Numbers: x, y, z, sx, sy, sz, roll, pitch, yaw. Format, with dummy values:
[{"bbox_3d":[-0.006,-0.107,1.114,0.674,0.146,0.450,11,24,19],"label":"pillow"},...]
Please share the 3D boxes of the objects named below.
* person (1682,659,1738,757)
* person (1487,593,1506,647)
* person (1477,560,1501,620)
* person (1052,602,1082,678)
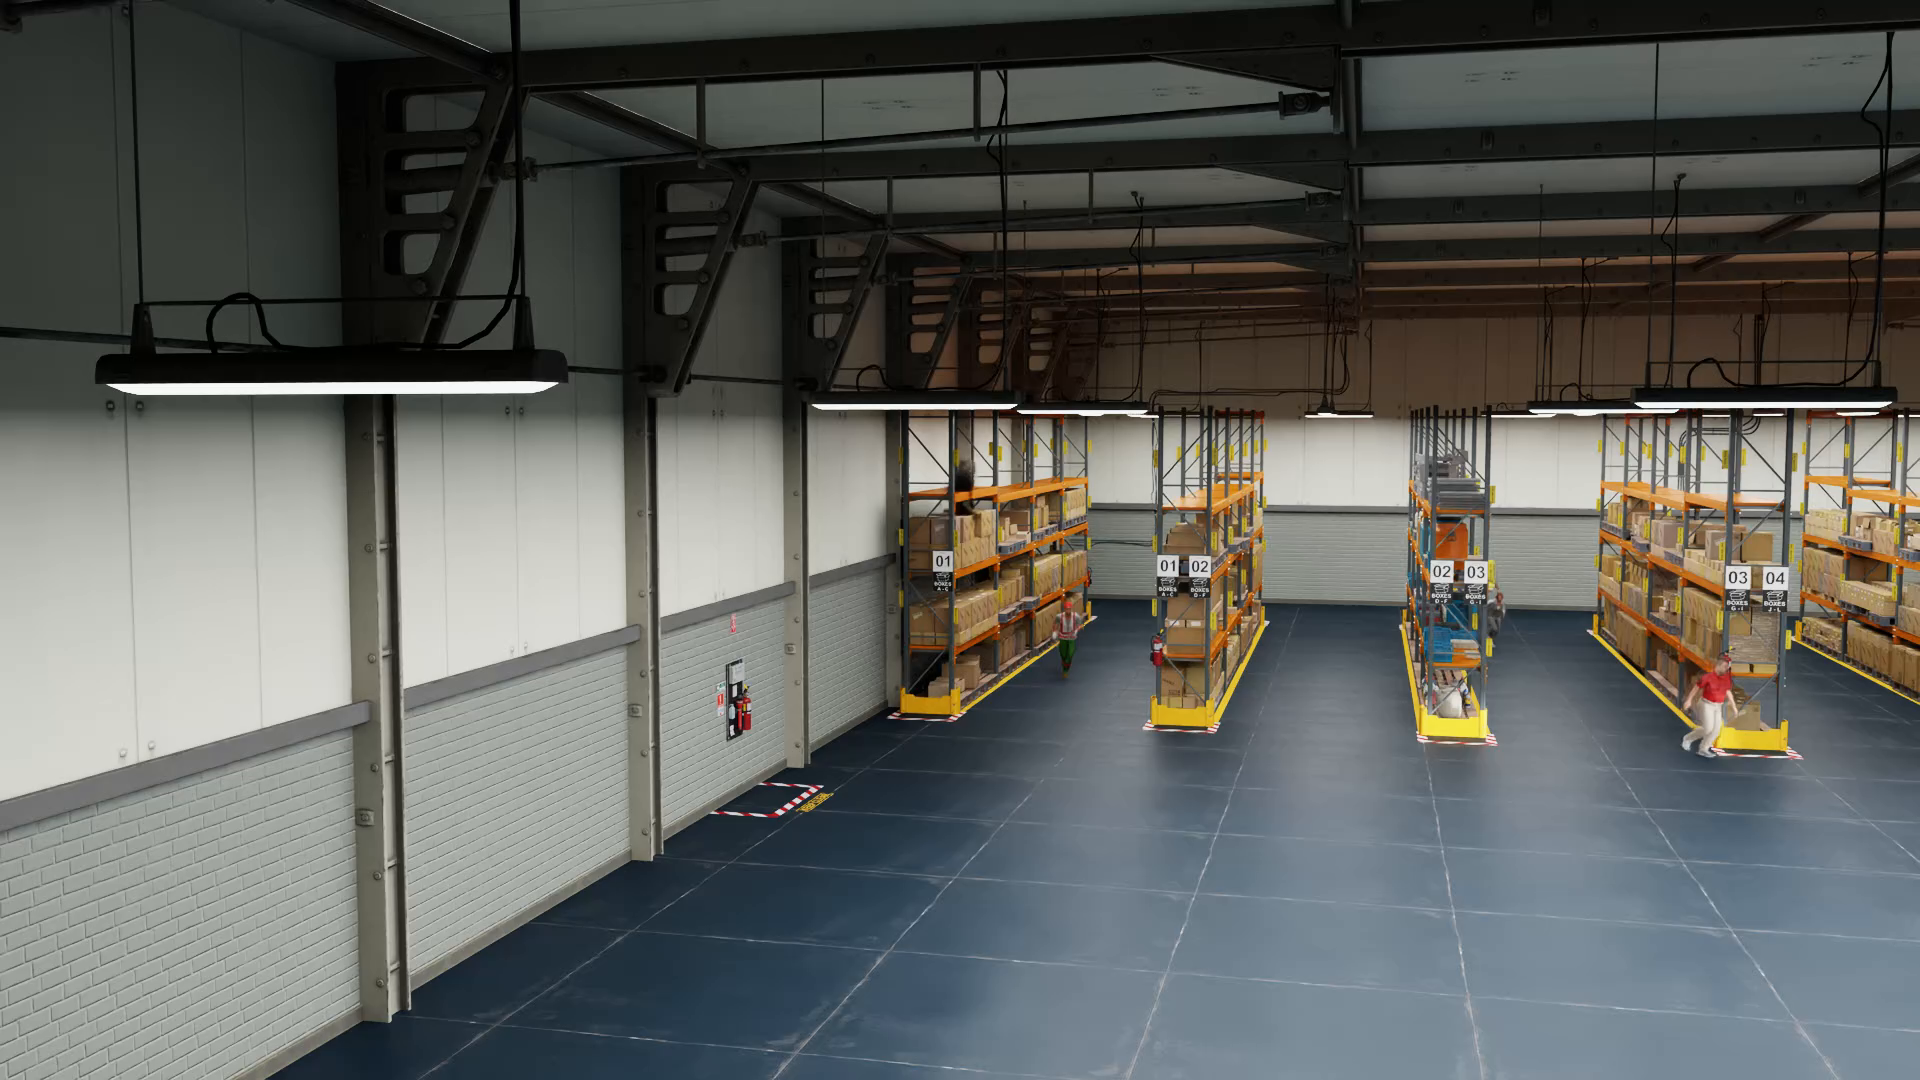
[{"bbox_3d":[12.750,2.851,28.293,0.692,1.684,0.689,-2,5,-26],"label":"person"},{"bbox_3d":[13.448,2.010,41.911,0.564,1.425,0.769,0,4,-6],"label":"person"},{"bbox_3d":[15.135,1.438,47.742,0.719,1.713,0.592,-3,5,-40],"label":"person"},{"bbox_3d":[2.394,2.219,37.174,0.652,1.713,0.760,0,4,-5],"label":"person"}]
